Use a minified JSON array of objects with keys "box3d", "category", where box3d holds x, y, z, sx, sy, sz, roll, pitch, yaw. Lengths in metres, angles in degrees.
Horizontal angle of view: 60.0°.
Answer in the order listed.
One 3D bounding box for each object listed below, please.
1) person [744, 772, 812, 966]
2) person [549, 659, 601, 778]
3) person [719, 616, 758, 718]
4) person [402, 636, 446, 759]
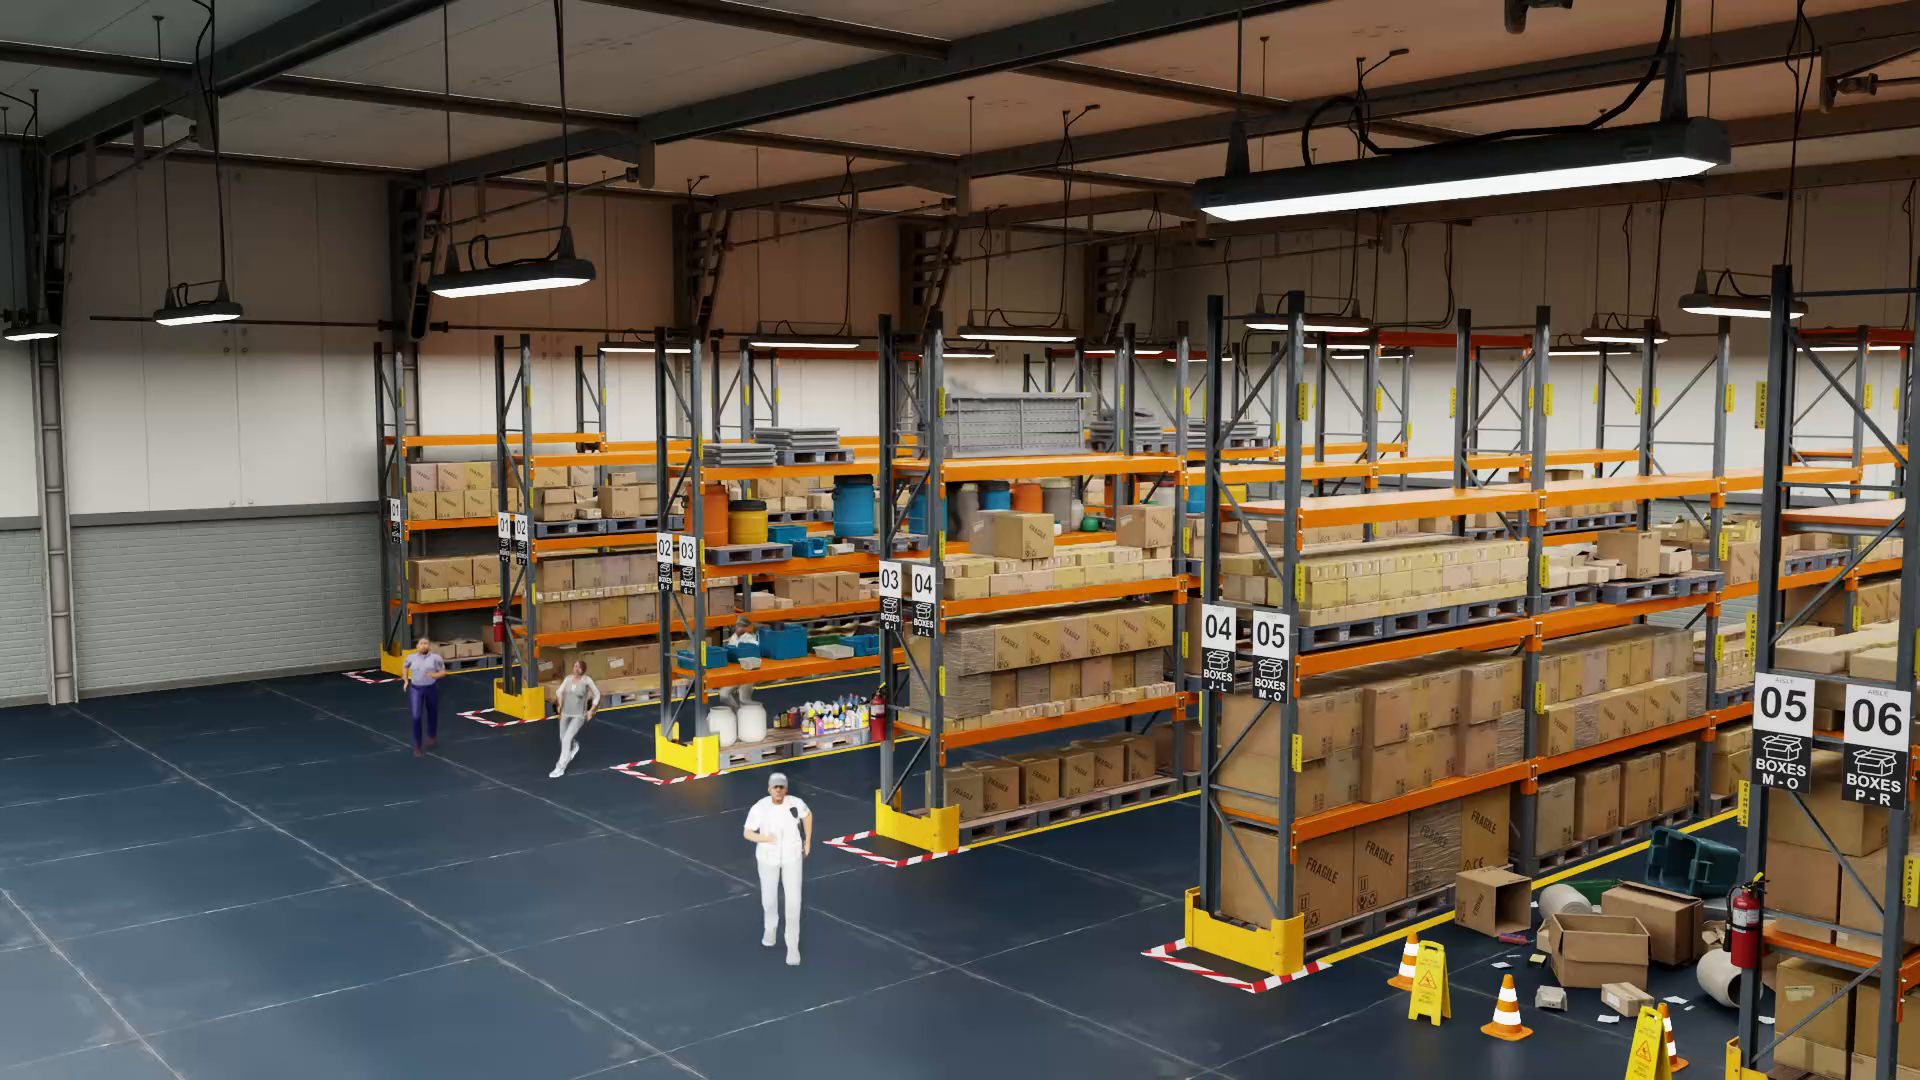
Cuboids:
[{"box3d":[-1.655,2.960,15.171,0.632,1.732,0.757,-1,5,-9],"category":"person"},{"box3d":[-5.148,2.360,22.300,0.601,1.546,0.804,1,5,12],"category":"person"},{"box3d":[-3.325,2.011,25.001,0.652,1.773,0.653,4,6,35],"category":"person"},{"box3d":[-7.590,2.211,23.575,0.580,1.699,0.765,-2,6,-19],"category":"person"}]
